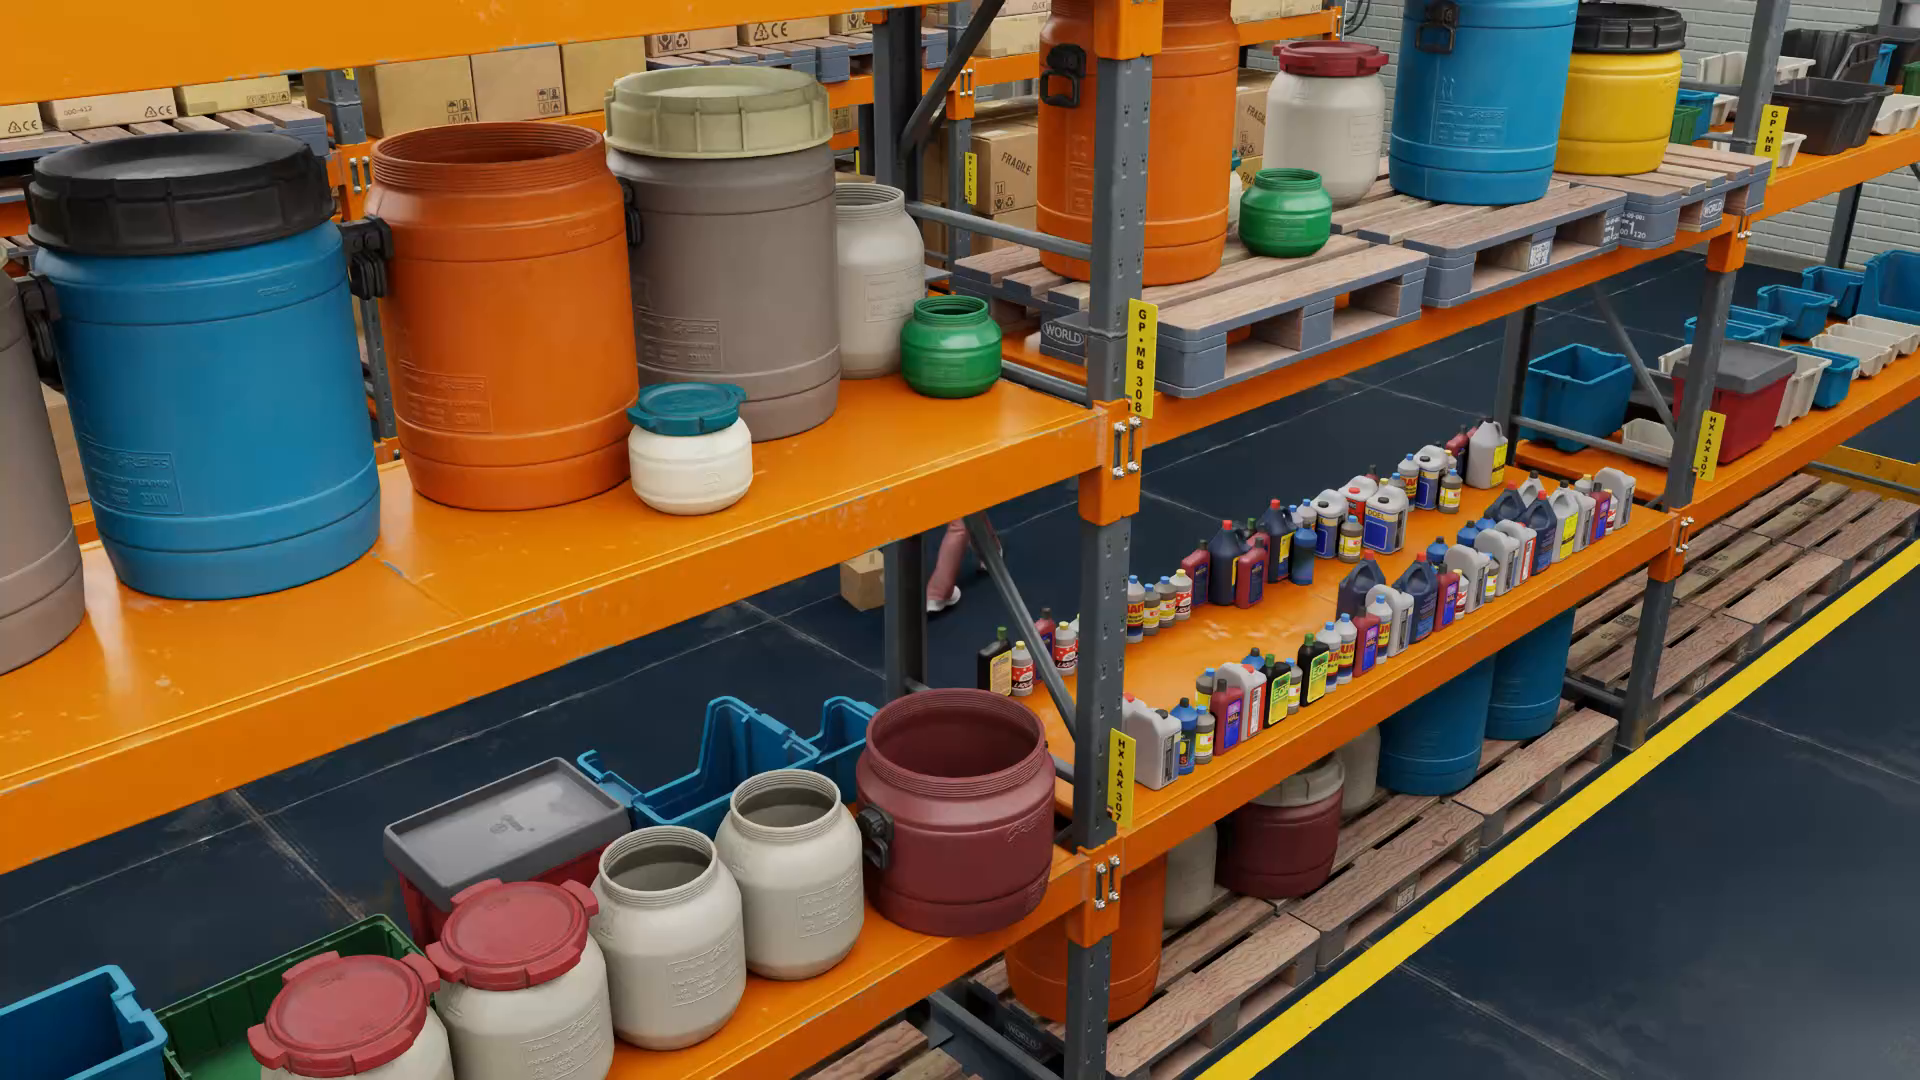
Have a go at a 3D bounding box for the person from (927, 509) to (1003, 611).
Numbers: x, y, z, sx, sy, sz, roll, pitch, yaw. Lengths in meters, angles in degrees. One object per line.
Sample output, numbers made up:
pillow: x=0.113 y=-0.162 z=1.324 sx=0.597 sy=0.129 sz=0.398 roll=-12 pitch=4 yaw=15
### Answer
person: x=0.097 y=-0.460 z=9.598 sx=0.474 sy=1.612 sz=0.952 roll=18 pitch=30 yaw=34
